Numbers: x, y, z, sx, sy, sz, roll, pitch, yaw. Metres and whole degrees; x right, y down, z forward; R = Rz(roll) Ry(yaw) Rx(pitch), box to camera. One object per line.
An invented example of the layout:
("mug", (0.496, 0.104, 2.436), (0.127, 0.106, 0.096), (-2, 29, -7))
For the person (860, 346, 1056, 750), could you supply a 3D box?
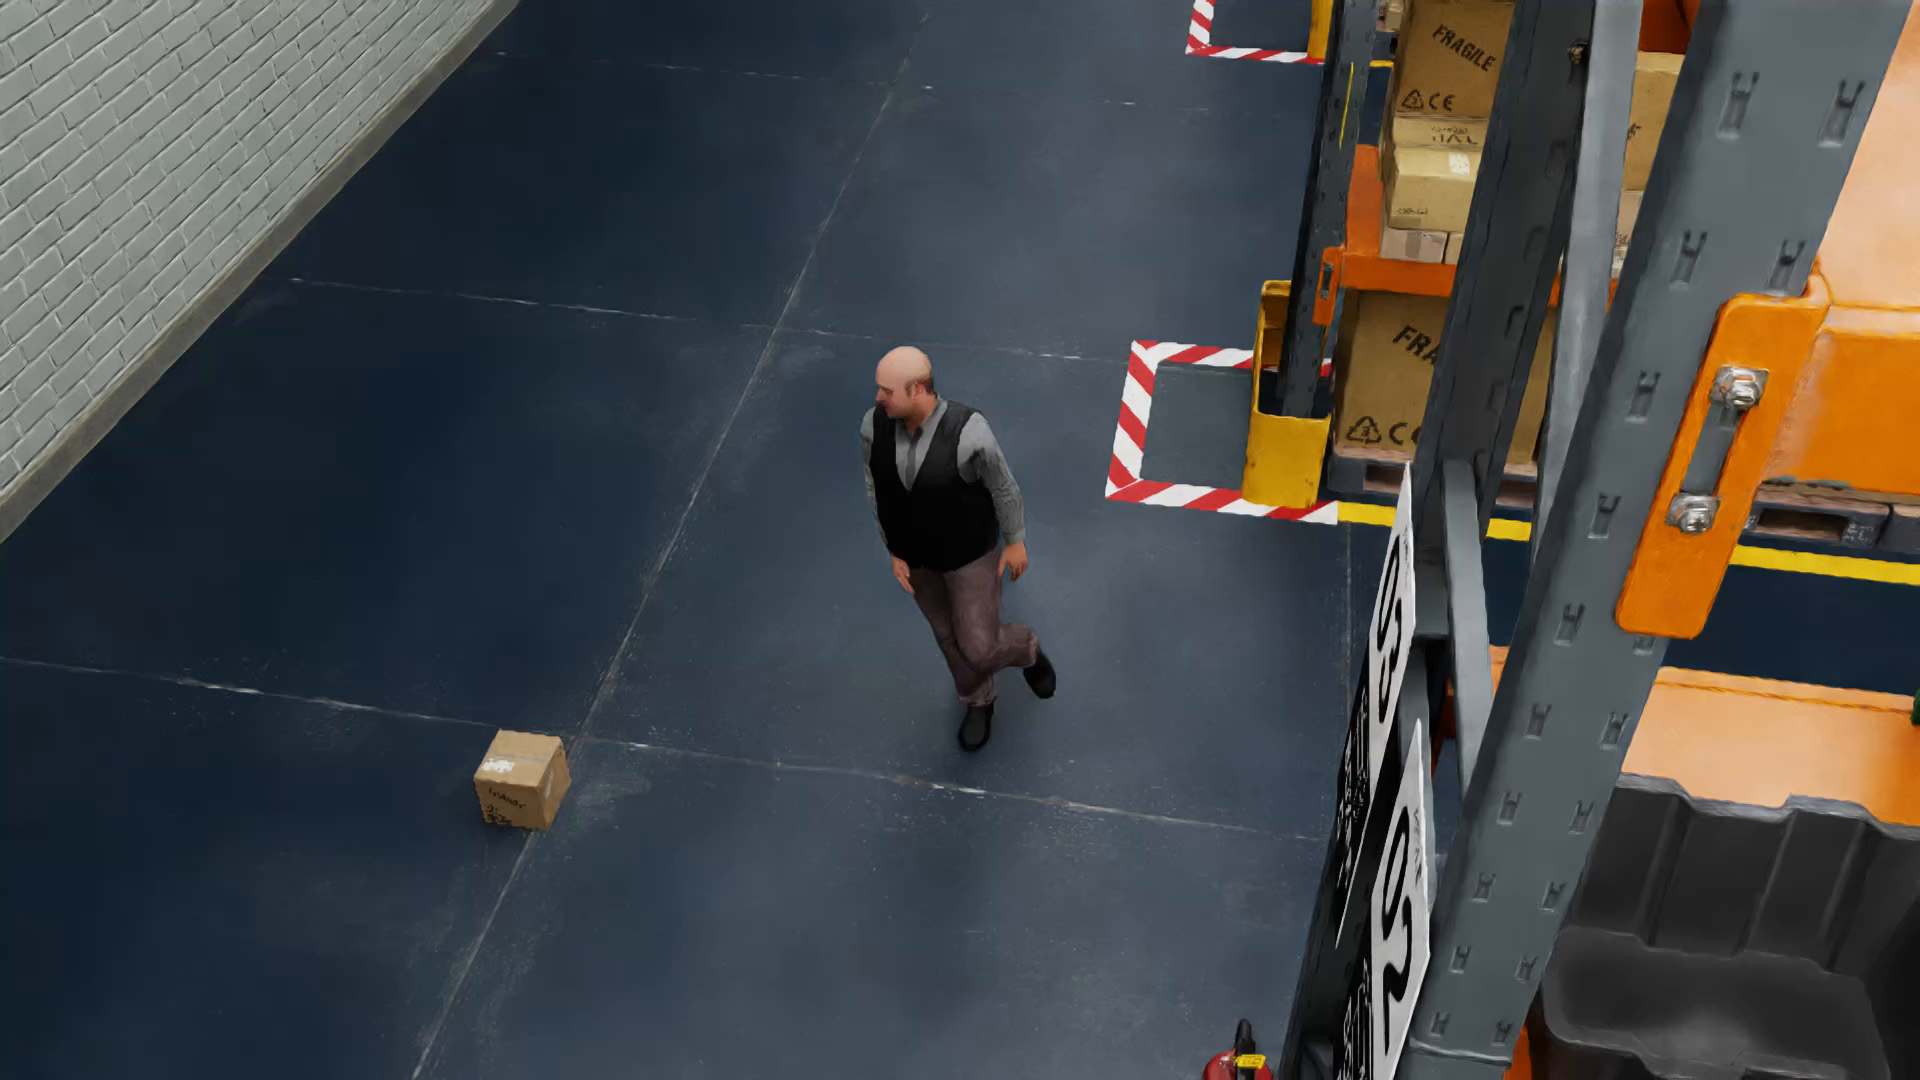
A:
("person", (-0.012, 0.027, 6.153), (0.728, 1.695, 0.500), (15, 42, 17))
